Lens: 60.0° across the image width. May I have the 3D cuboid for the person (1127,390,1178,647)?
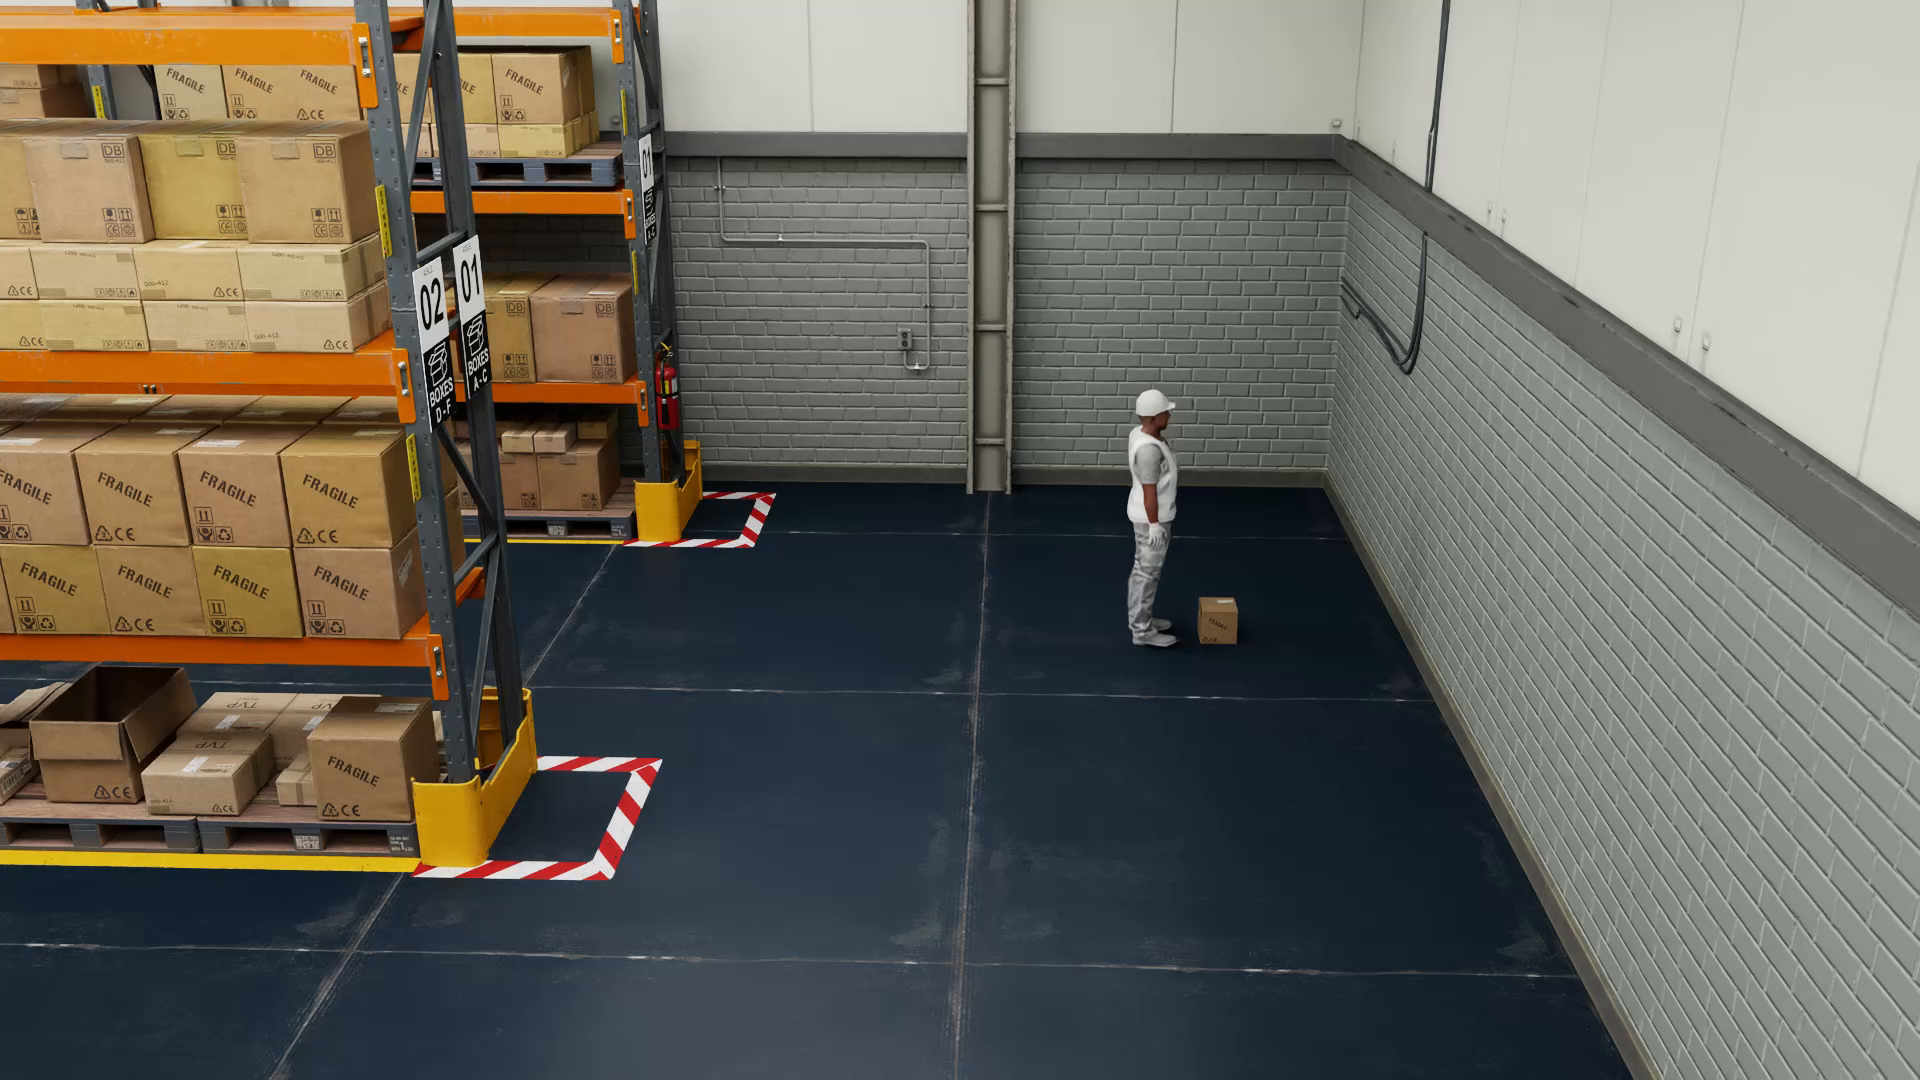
[{"bbox_3d":[1.334,-0.166,11.466,0.380,1.789,0.546,1,21,3],"label":"person"}]
